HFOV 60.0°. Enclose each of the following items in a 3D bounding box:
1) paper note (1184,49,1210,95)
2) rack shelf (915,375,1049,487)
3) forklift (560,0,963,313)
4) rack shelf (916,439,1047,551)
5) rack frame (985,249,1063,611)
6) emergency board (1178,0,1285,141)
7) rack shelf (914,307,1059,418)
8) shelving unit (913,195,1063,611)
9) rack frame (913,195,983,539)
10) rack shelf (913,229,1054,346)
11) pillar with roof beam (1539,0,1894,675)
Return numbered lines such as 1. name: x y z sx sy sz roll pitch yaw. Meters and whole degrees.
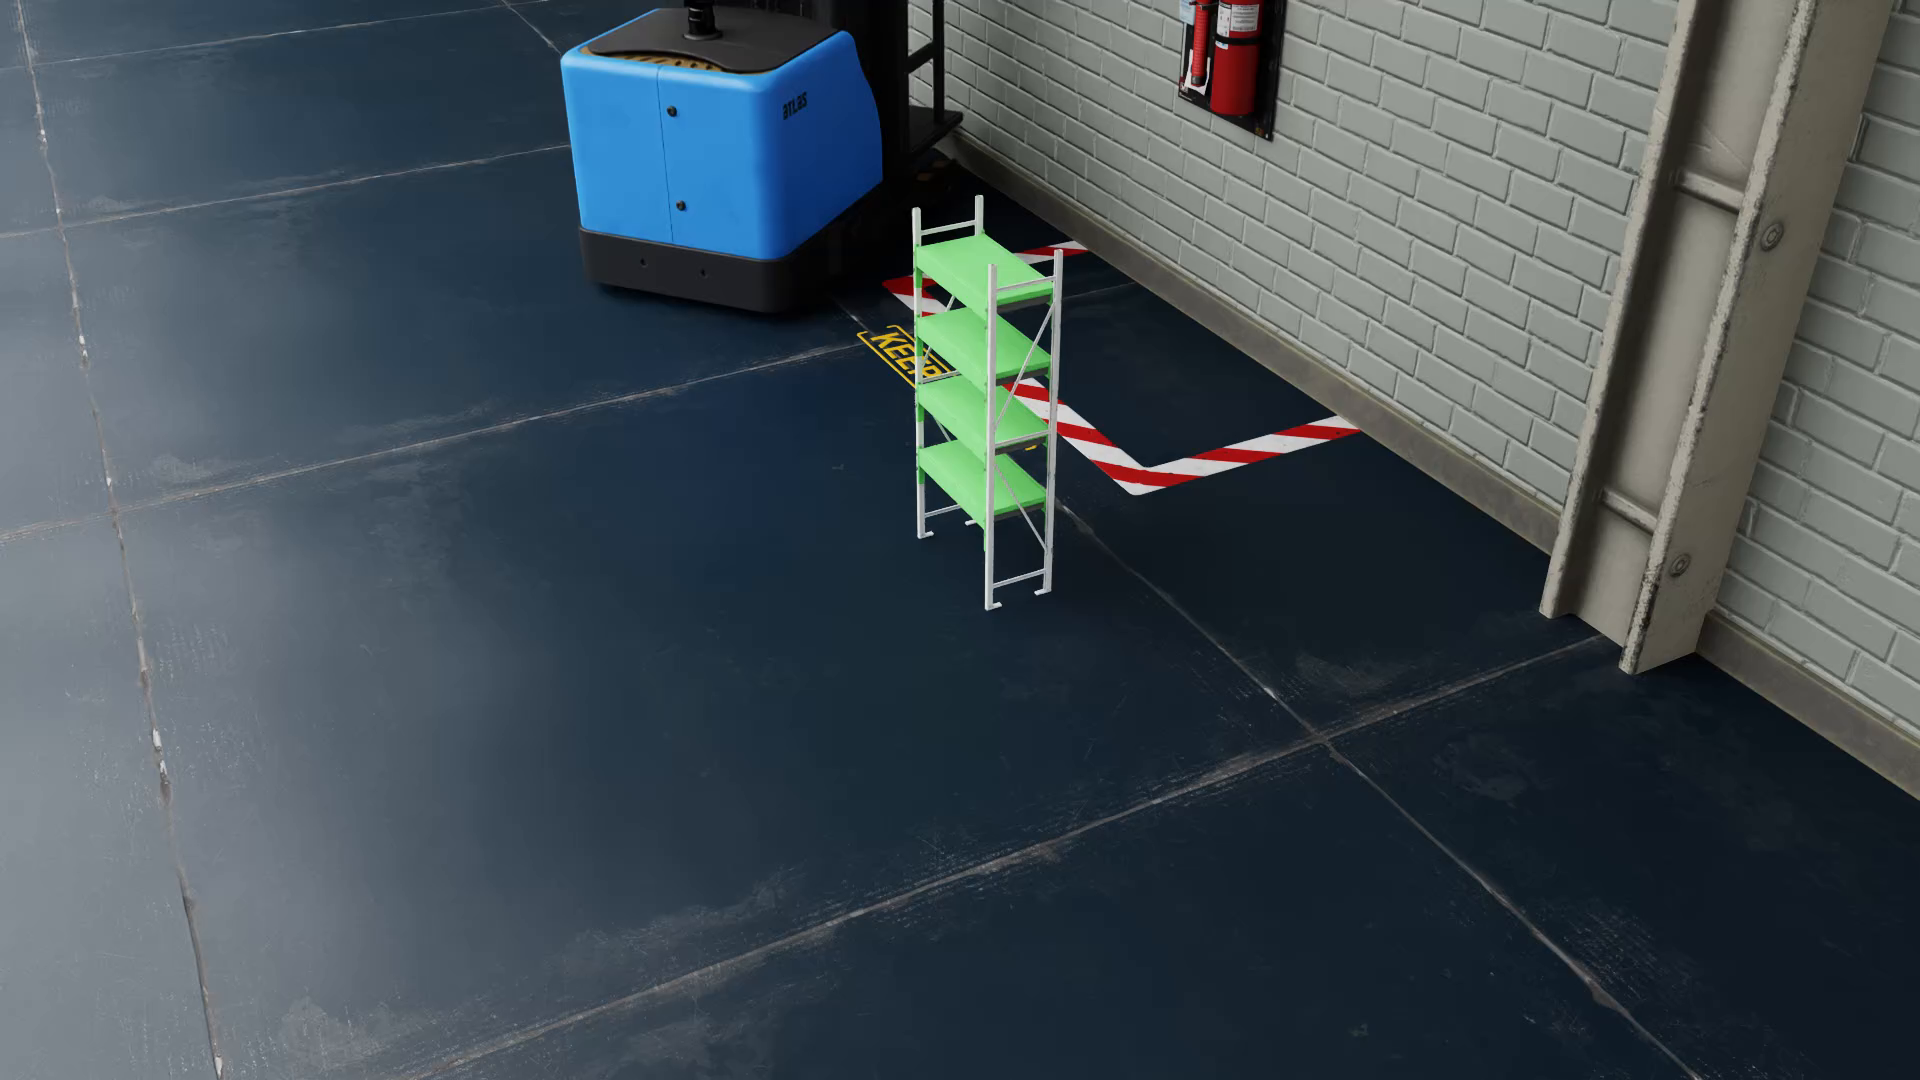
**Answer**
1. paper note: 0.963 -1.899 6.751 0.016 0.148 0.142 -16 36 -23
2. rack shelf: 0.077 -0.372 5.337 0.258 0.148 0.480 -16 36 -23
3. forklift: -0.662 -2.992 7.703 1.130 2.935 3.031 13 35 19
4. rack shelf: 0.077 -0.170 5.467 0.258 0.148 0.480 -16 36 -23
5. rack frame: 0.191 -0.310 5.121 0.240 1.200 0.015 -16 36 -23
6. emergency board: 0.984 -2.169 6.354 0.194 1.169 0.643 -16 36 -23
7. rack shelf: 0.077 -0.574 5.208 0.258 0.148 0.480 -16 36 -23
8. shelving unit: 0.077 -0.426 5.303 0.258 1.200 0.503 -16 36 -23
9. rack frame: -0.037 -0.543 5.485 0.240 1.200 0.015 -16 36 -23
10. rack shelf: 0.077 -0.777 5.079 0.258 0.148 0.480 -16 36 -23
11. pillar with roof beam: -1.706 -2.423 1.190 9.100 9.000 0.400 -16 36 -23
